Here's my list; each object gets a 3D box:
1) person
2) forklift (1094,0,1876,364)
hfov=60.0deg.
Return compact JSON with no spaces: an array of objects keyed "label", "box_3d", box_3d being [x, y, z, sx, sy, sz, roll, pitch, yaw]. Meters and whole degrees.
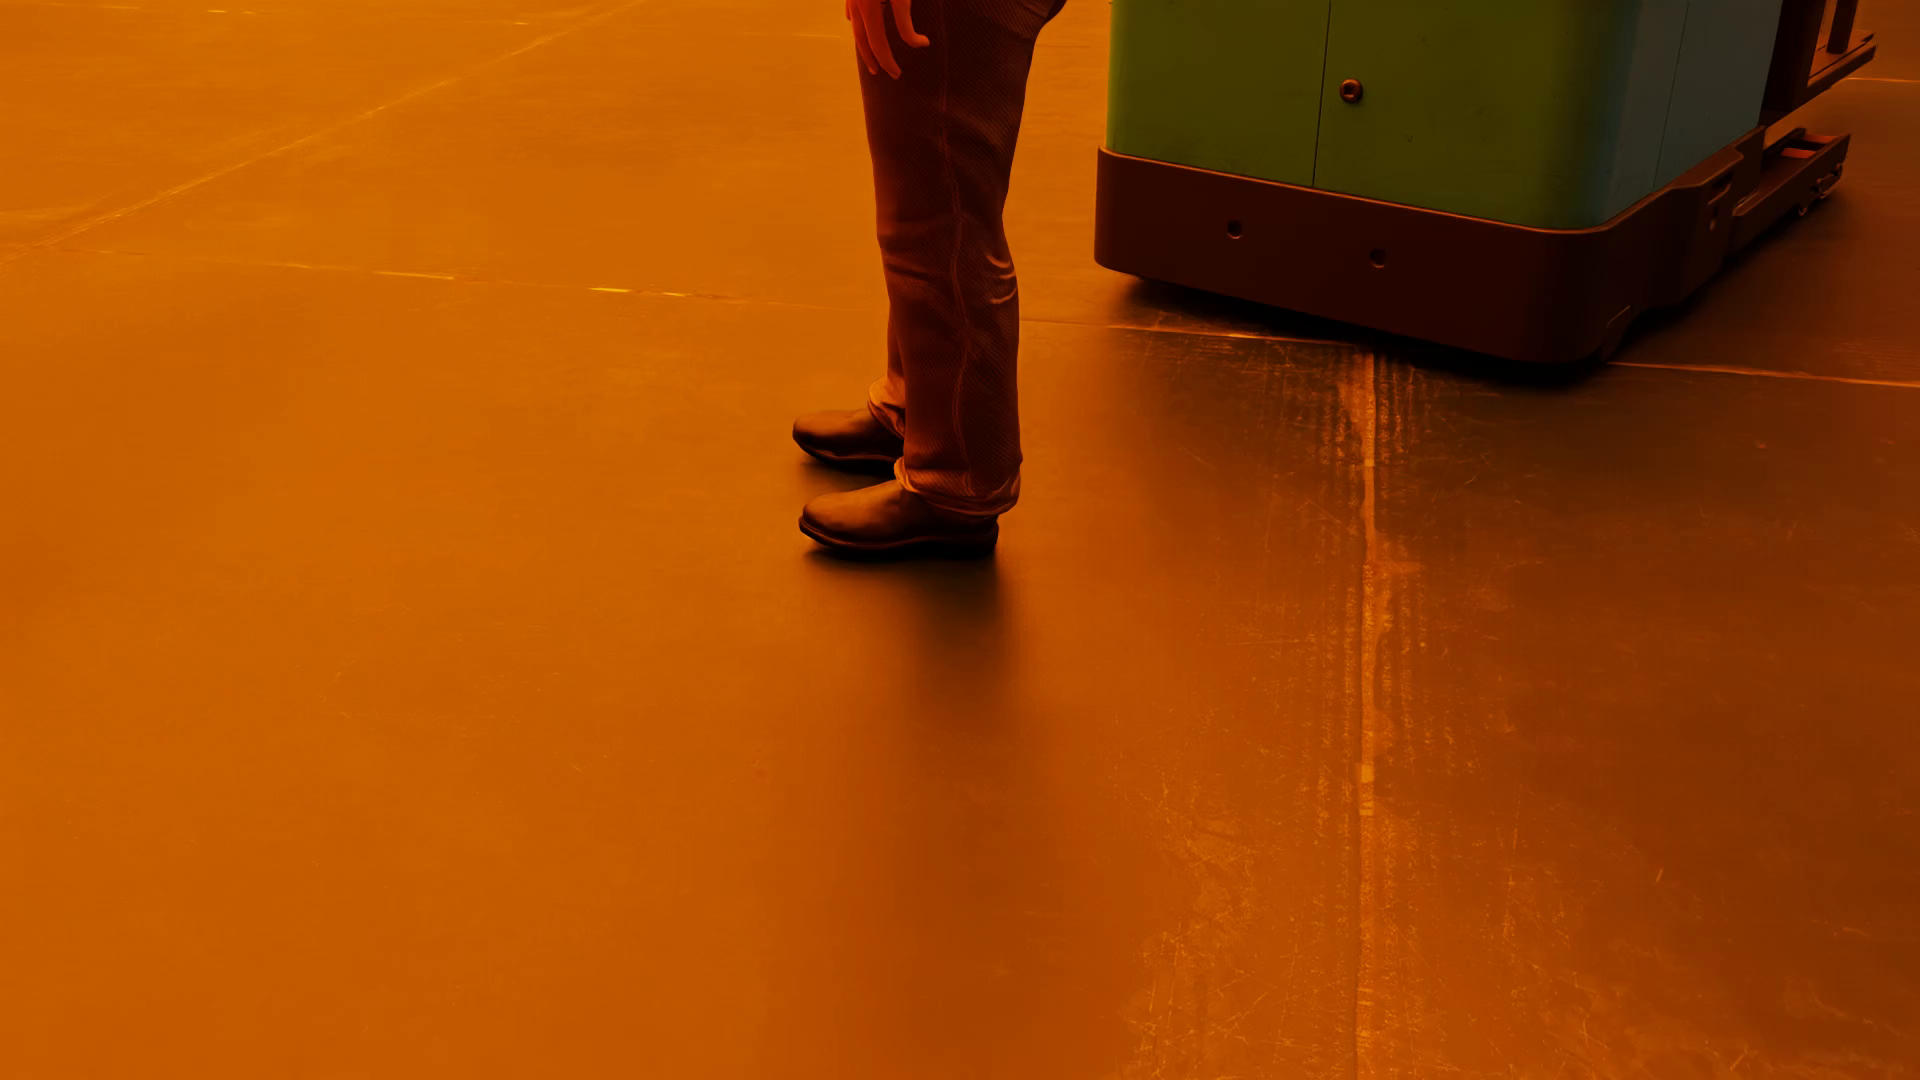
[{"label":"person","box_3d":[-0.060,-0.784,2.128,0.566,1.722,0.633,6,27,11]},{"label":"forklift","box_3d":[1.588,-2.221,3.648,1.130,2.935,3.031,19,33,33]}]
